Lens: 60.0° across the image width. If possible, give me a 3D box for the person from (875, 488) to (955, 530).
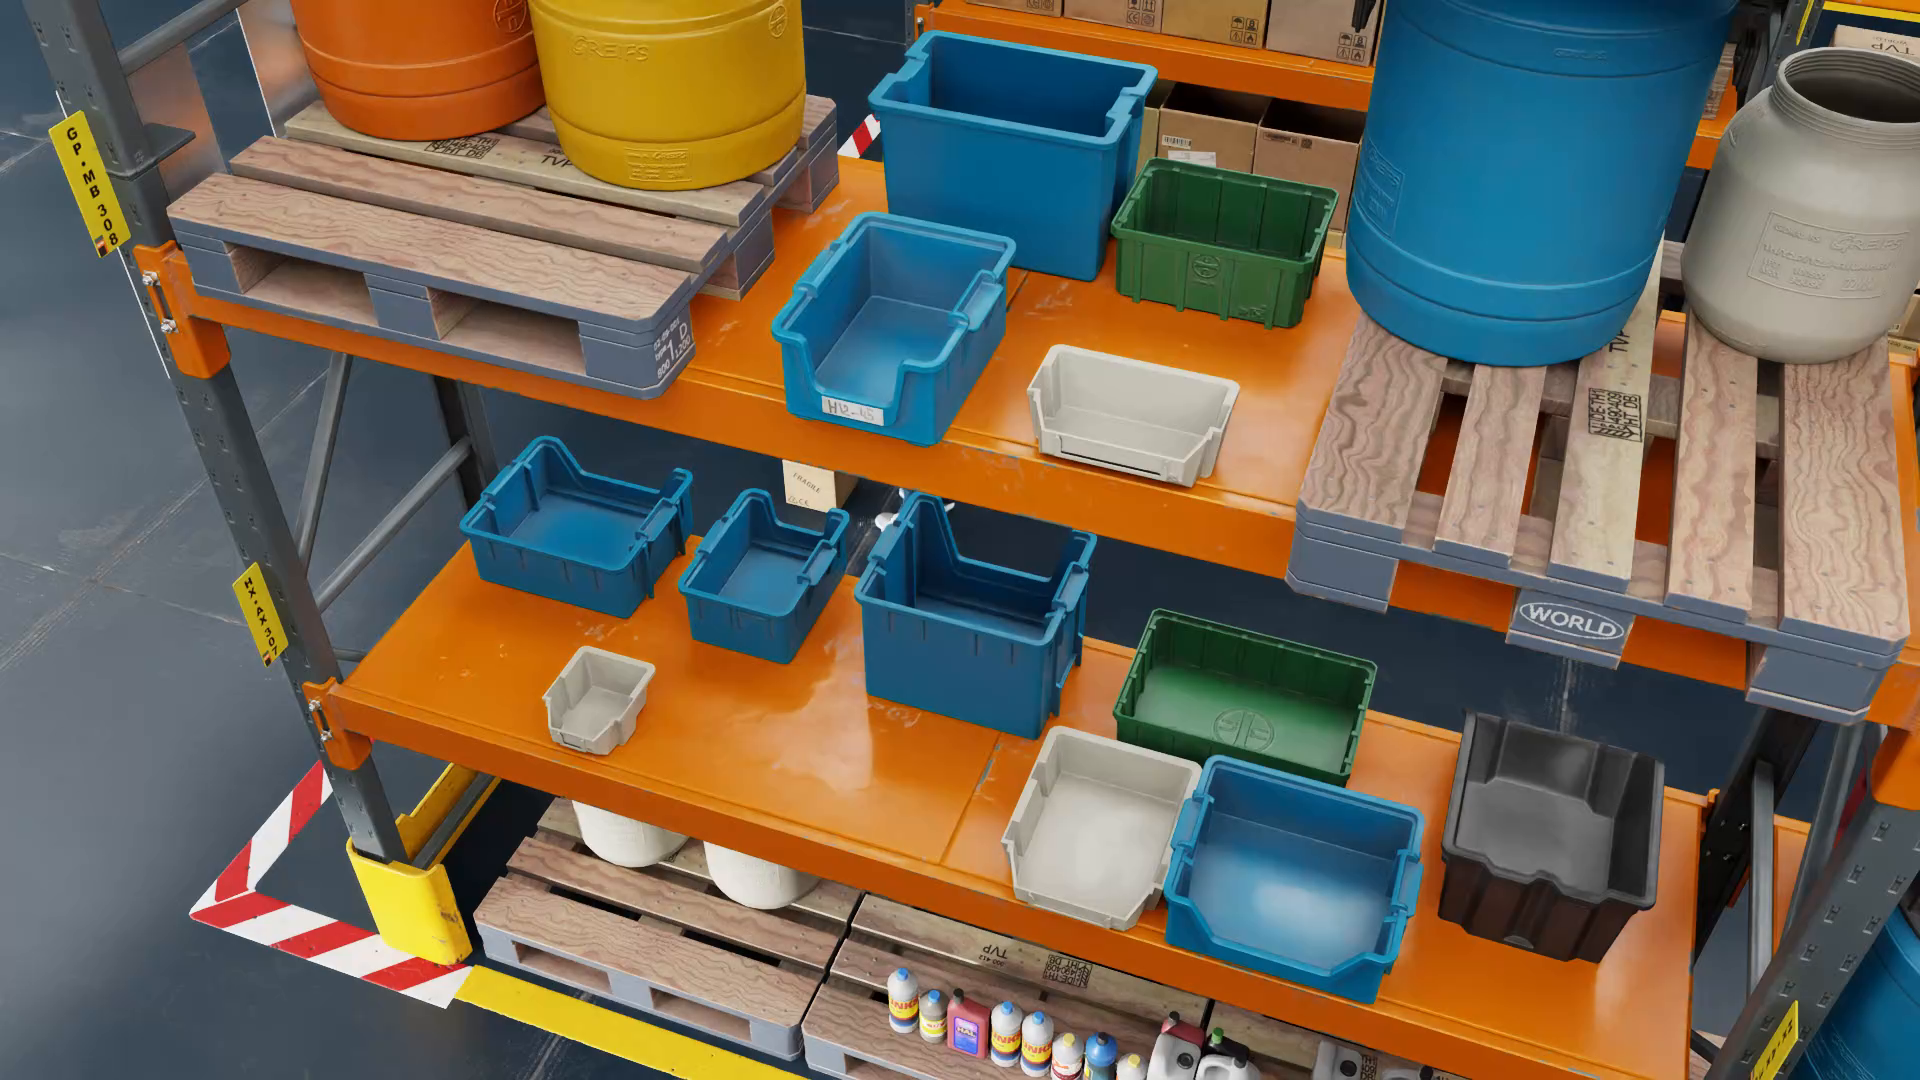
[{"bbox_3d":[-0.191,-0.687,6.940,0.316,1.582,0.397,15,44,16],"label":"person"}]
